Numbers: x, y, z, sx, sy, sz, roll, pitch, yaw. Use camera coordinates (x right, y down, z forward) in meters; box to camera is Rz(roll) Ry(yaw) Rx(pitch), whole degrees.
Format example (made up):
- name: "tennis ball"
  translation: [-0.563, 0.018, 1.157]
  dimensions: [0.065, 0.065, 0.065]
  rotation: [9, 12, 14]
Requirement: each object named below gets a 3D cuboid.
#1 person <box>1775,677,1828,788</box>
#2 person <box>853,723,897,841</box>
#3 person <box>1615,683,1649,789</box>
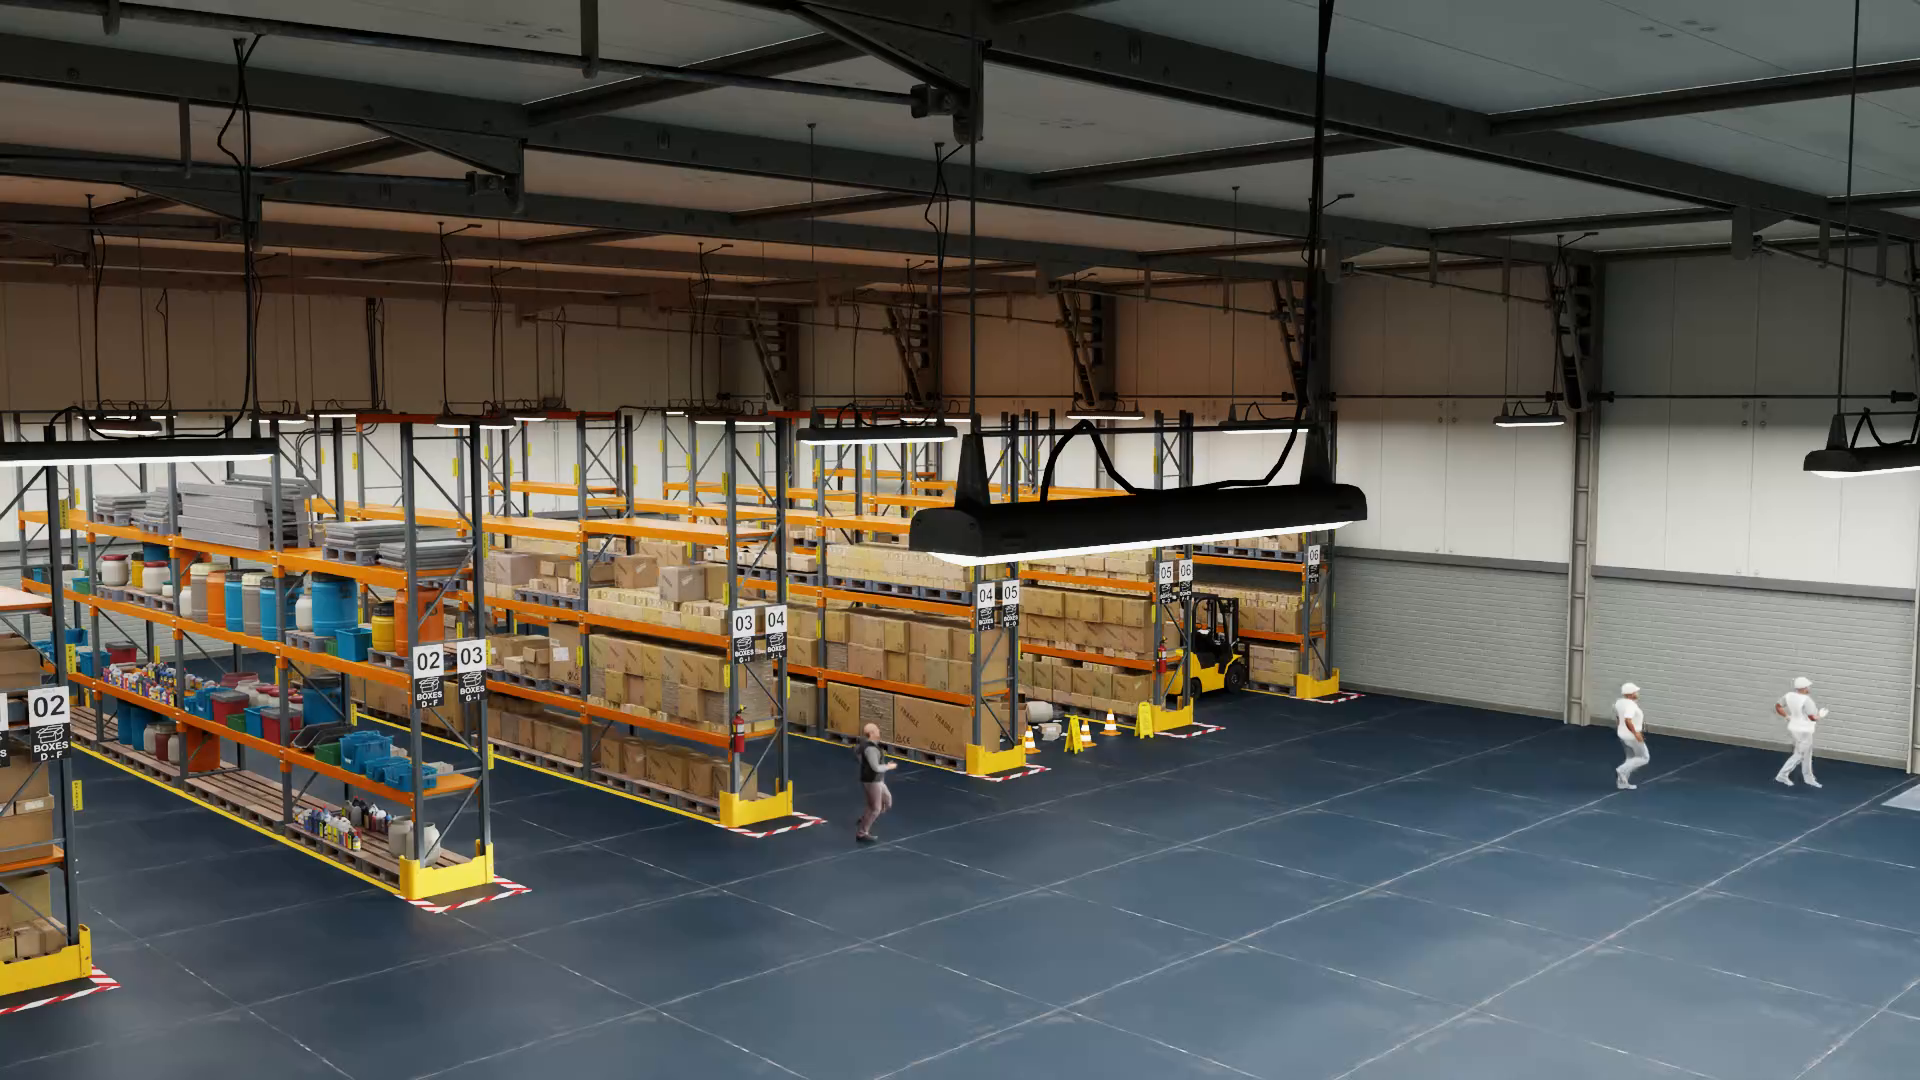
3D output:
- name: "person"
  translation: [13.516, 3.103, 26.704]
  dimensions: [0.824, 1.823, 0.664]
  rotation: [0, 5, -1]
- name: "person"
  translation: [-1.204, 3.429, 23.642]
  dimensions: [0.615, 1.680, 0.655]
  rotation: [0, 5, -5]
- name: "person"
  translation: [10.795, 3.151, 26.717]
  dimensions: [0.576, 1.720, 0.698]
  rotation: [0, 5, -3]
